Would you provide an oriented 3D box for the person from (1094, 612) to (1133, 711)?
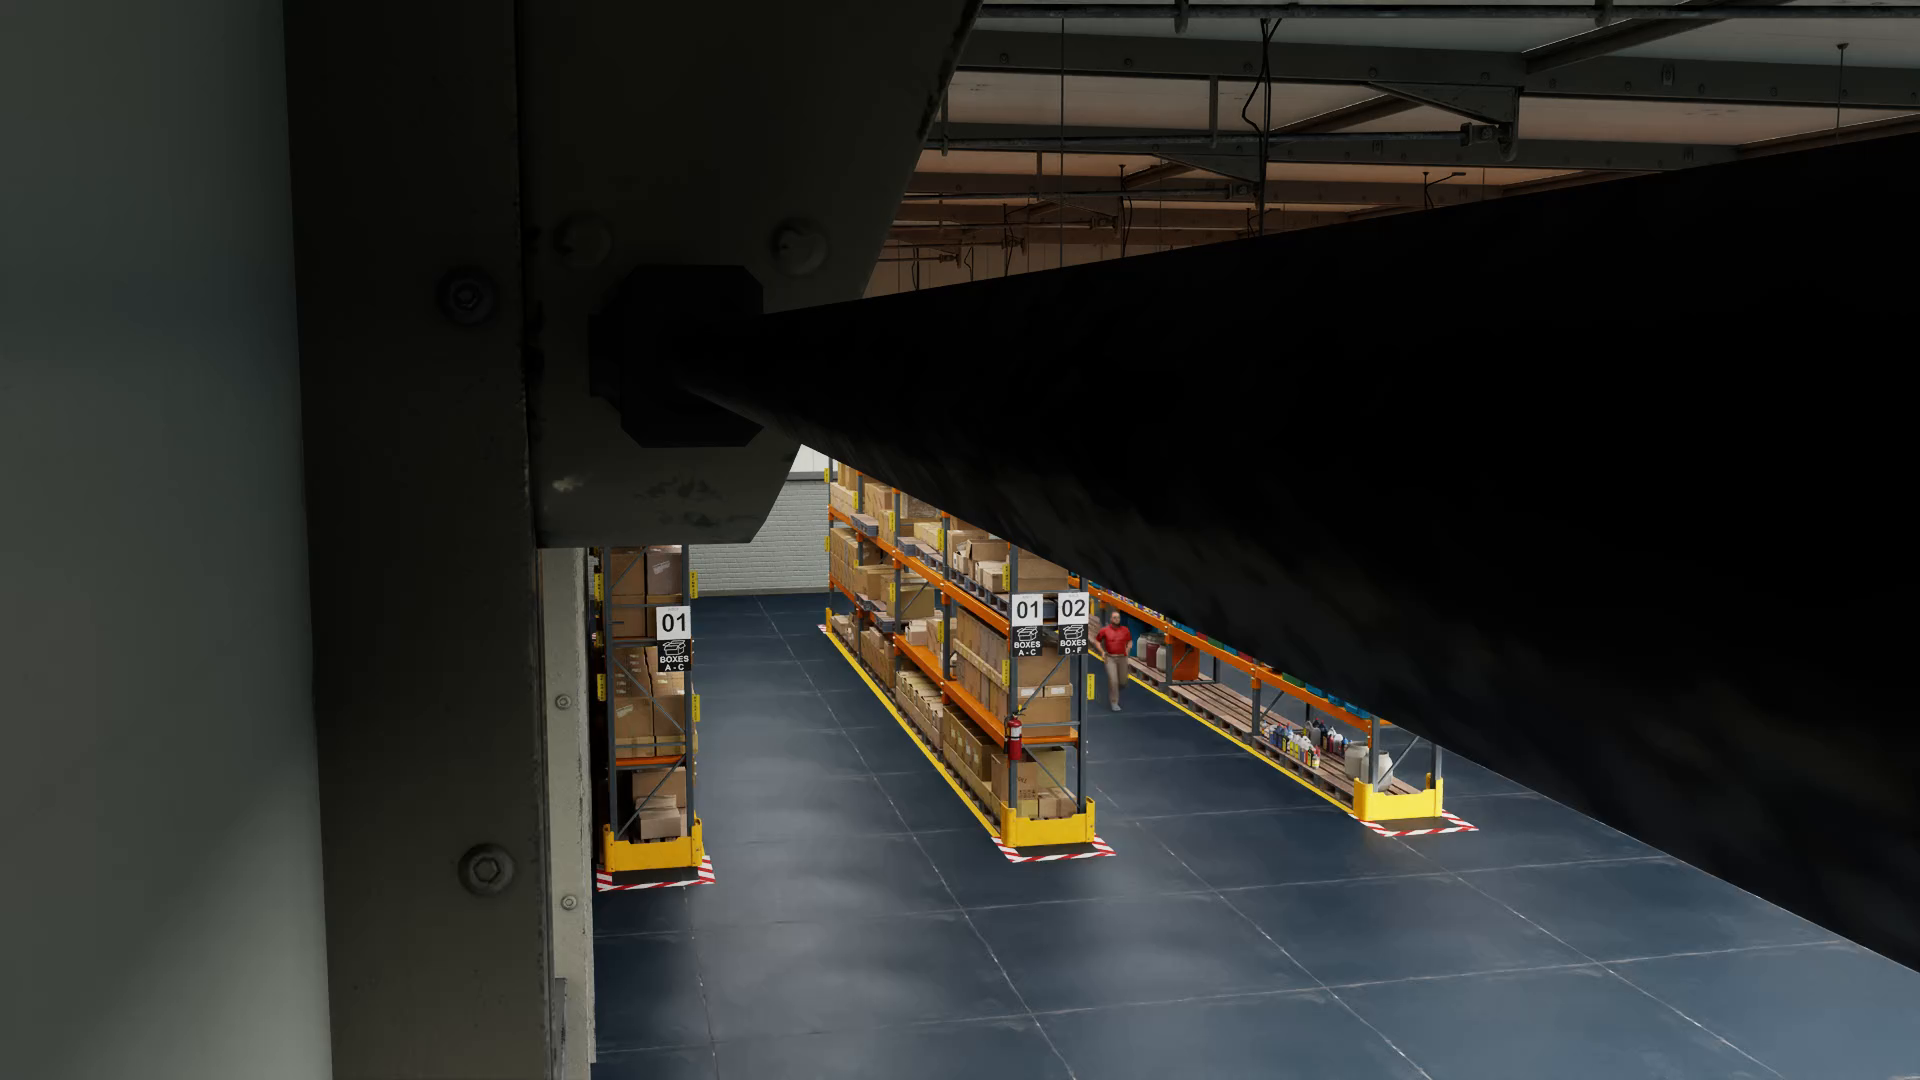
[{"bbox_3d":[2.676,2.112,28.803,0.672,1.617,0.758,-1,7,-11],"label":"person"}]
